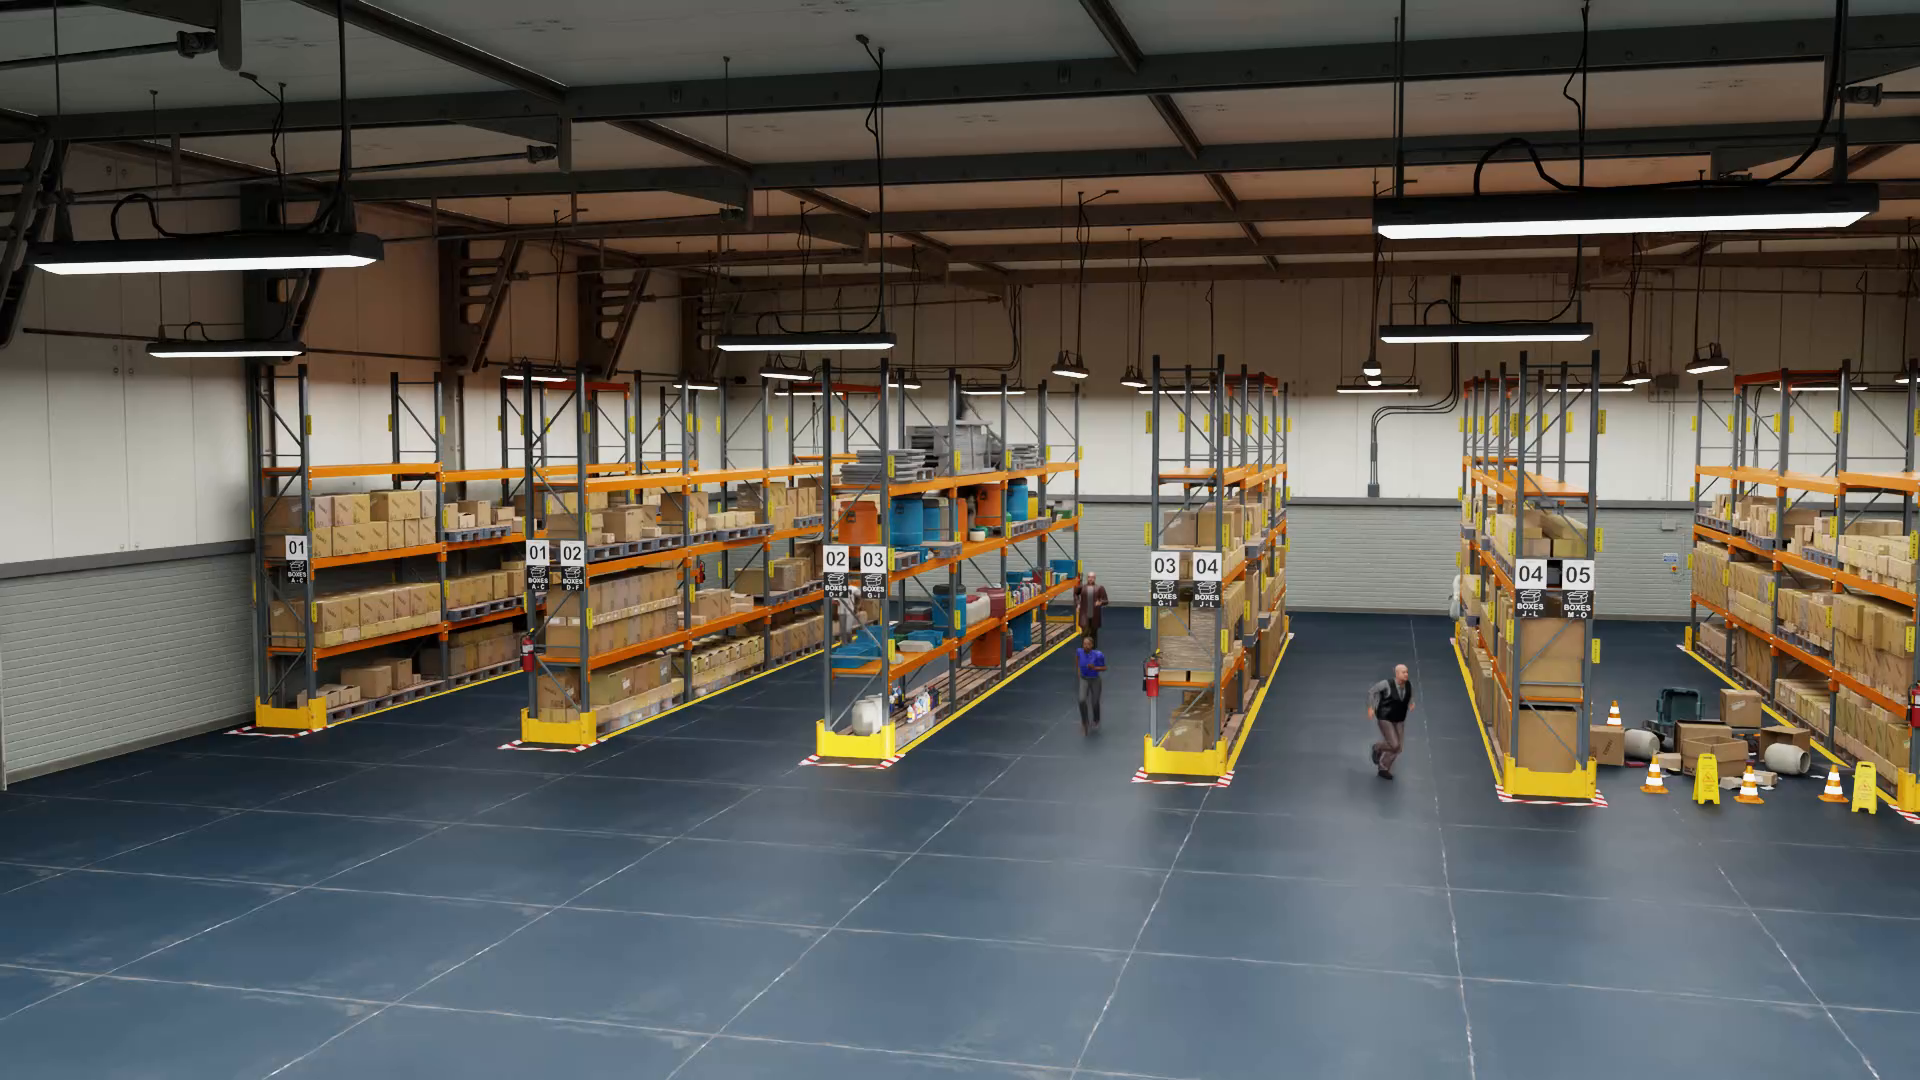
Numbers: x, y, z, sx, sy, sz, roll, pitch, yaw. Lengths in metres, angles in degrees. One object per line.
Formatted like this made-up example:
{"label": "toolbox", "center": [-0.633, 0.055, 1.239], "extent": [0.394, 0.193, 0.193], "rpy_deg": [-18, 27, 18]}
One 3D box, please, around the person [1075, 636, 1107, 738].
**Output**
{"label": "person", "center": [2.114, 2.347, 26.864], "extent": [0.570, 1.645, 0.913], "rpy_deg": [1, 4, 14]}

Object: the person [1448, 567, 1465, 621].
{"label": "person", "center": [11.935, 1.416, 39.481], "extent": [0.601, 1.733, 0.686], "rpy_deg": [-2, 5, -31]}

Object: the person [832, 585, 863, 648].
{"label": "person", "center": [-2.303, 1.559, 33.915], "extent": [0.588, 1.793, 0.839], "rpy_deg": [1, 4, 10]}

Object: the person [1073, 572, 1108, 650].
{"label": "person", "center": [2.591, 1.540, 33.029], "extent": [0.704, 1.828, 0.978], "rpy_deg": [0, 4, 6]}

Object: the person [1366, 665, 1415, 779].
{"label": "person", "center": [6.135, 2.569, 23.539], "extent": [0.647, 1.652, 0.722], "rpy_deg": [-2, 4, -26]}
